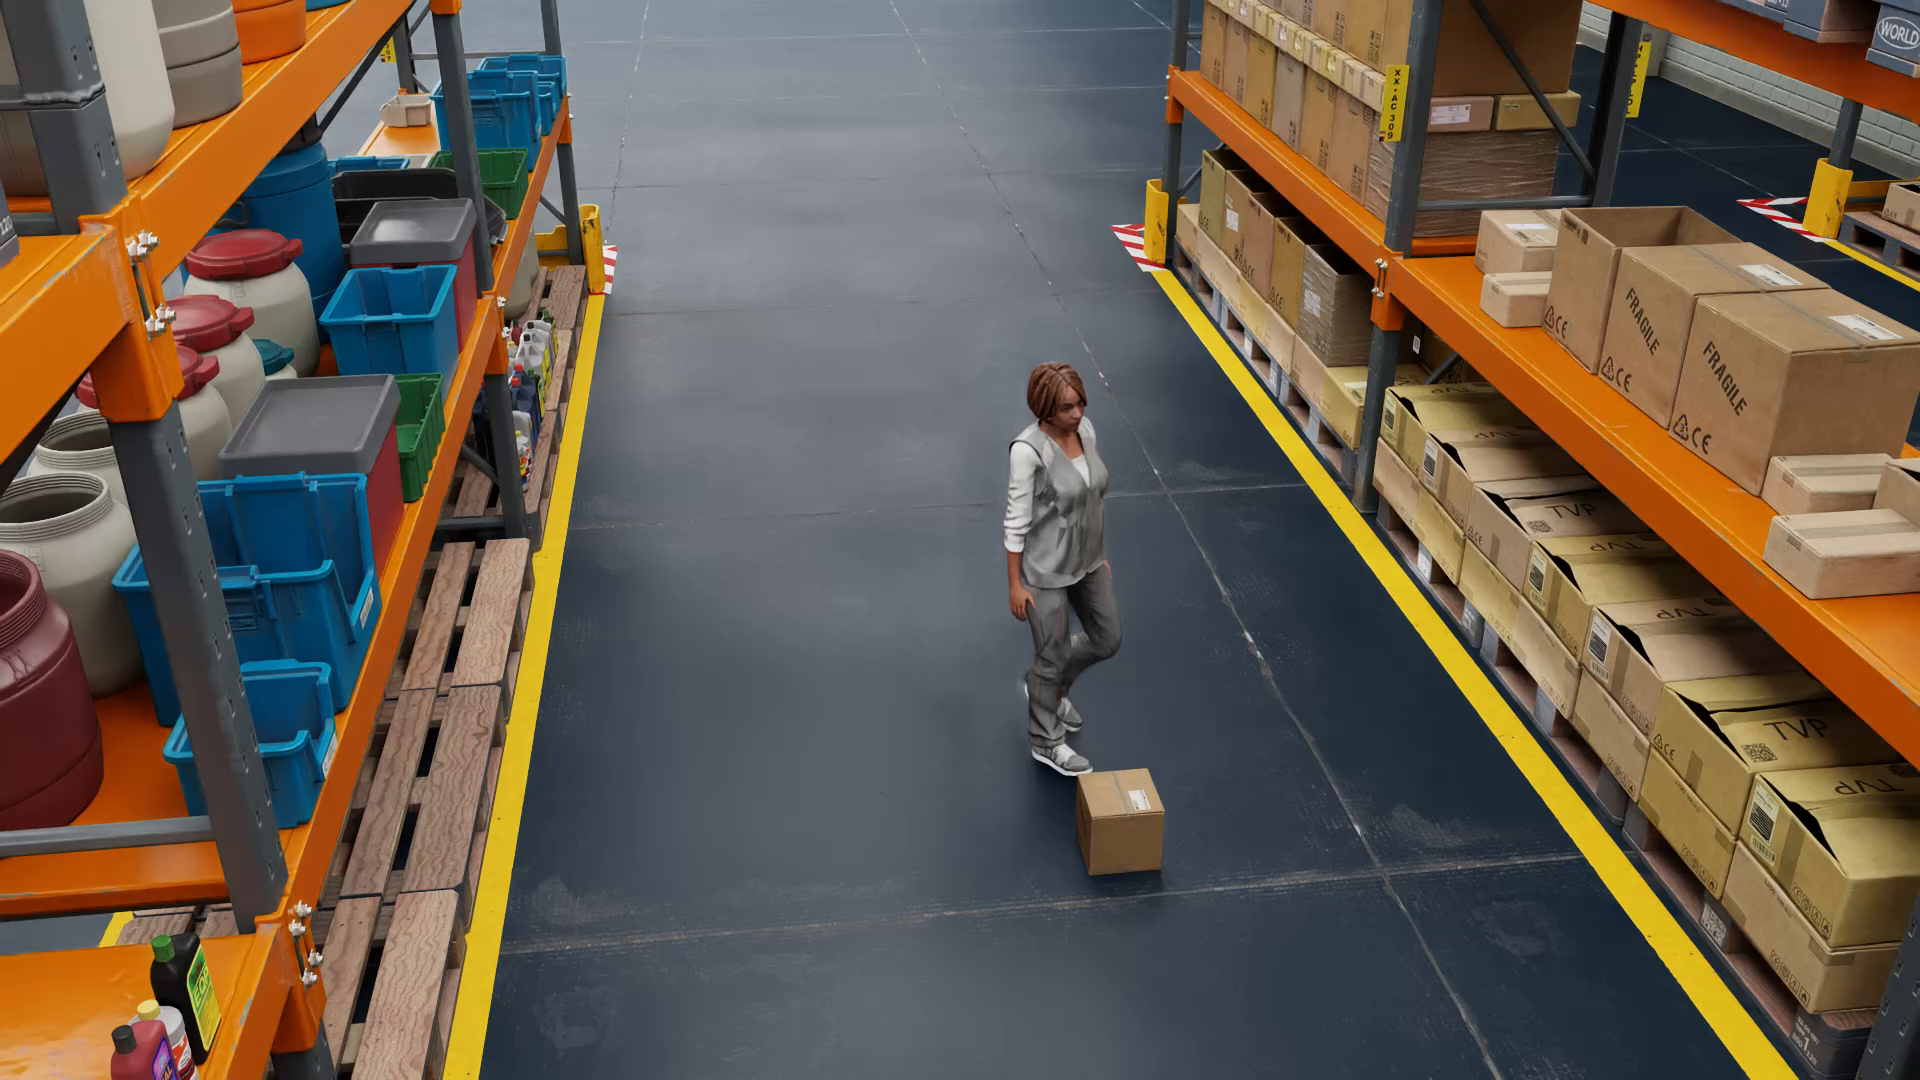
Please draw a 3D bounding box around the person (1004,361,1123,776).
[{"bbox_3d":[0.338,0.107,5.901,0.419,1.598,0.435,23,35,37],"label":"person"}]
